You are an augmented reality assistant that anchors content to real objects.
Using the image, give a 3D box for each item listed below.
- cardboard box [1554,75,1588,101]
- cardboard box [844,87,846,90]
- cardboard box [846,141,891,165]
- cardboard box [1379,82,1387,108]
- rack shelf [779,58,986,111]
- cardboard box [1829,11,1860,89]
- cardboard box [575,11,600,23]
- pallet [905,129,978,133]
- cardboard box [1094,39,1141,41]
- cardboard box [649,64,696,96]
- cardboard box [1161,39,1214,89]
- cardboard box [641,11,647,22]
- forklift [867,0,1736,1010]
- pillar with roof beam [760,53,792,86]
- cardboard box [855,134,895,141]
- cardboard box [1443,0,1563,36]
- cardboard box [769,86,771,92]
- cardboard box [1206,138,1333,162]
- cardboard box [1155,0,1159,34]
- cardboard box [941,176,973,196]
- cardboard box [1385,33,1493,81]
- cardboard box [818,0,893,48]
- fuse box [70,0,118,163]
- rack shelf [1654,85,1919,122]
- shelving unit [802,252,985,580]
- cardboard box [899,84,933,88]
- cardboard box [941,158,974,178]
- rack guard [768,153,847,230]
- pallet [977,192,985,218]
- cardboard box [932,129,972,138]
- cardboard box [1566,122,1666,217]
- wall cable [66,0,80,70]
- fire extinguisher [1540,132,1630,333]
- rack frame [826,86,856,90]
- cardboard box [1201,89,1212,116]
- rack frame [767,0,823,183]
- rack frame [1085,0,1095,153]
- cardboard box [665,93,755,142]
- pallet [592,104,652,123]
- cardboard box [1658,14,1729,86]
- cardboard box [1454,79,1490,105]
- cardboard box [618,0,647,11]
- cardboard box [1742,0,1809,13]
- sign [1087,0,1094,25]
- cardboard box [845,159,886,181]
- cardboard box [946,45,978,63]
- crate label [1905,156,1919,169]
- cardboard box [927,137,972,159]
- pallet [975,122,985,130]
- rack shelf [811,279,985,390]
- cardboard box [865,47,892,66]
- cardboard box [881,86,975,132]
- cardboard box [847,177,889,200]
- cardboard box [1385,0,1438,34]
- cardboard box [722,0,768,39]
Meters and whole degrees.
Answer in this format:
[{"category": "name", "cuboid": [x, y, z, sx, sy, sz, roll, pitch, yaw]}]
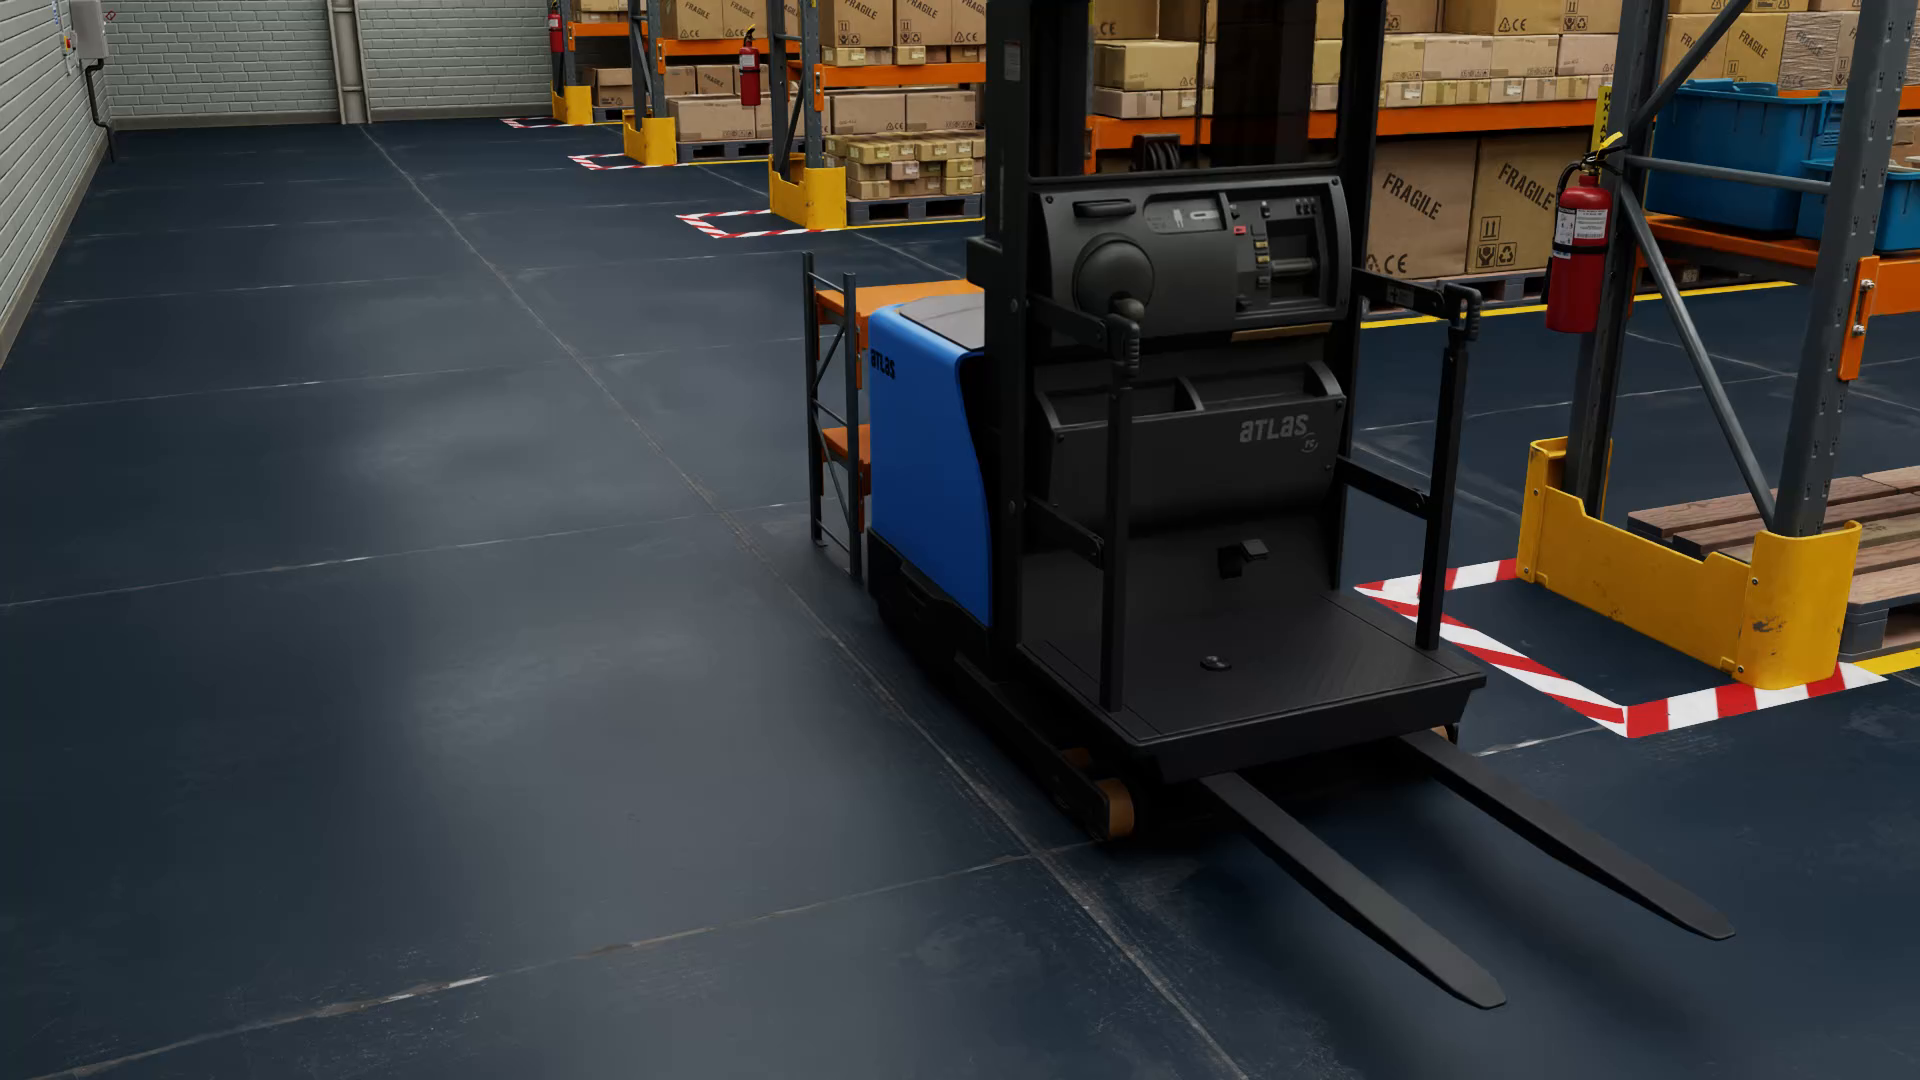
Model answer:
[{"category": "cardboard box", "cuboid": [3.766, -2.891, 10.594, 0.250, 0.149, 0.380, -8, 21, -21]}, {"category": "cardboard box", "cuboid": [-1.408, -6.892, 24.712, 0.500, 0.500, 0.500, -8, 21, -22]}, {"category": "cardboard box", "cuboid": [-0.776, -3.282, 14.092, 0.250, 0.149, 0.380, -9, 21, -24]}, {"category": "cardboard box", "cuboid": [2.349, -2.687, 10.016, 0.250, 0.149, 0.380, -9, 21, -23]}, {"category": "rack shelf", "cuboid": [0.445, -4.107, 14.752, 4.000, 0.370, 1.077, -8, 21, -22]}, {"category": "cardboard box", "cuboid": [6.068, -3.416, 11.558, 0.500, 0.500, 0.500, -8, 21, -21]}, {"category": "cardboard box", "cuboid": [-5.004, -7.033, 22.359, 0.250, 0.149, 0.380, -8, 21, -22]}, {"category": "pallet", "cuboid": [-0.502, -4.814, 19.876, 1.213, 0.211, 1.003, -8, 21, -22]}, {"category": "cardboard box", "cuboid": [0.820, -2.871, 9.938, 0.500, 0.250, 0.500, -9, 21, -23]}, {"category": "cardboard box", "cuboid": [-4.015, -6.363, 23.210, 0.500, 0.500, 0.700, -7, 21, -20]}, {"category": "cardboard box", "cuboid": [1.503, -2.778, 9.673, 0.500, 0.250, 0.500, -8, 21, -23]}, {"category": "cardboard box", "cuboid": [-4.305, -7.141, 22.664, 0.250, 0.149, 0.380, -7, 21, -20]}, {"category": "forklift", "cuboid": [0.730, -0.762, 4.273, 1.130, 2.935, 3.031, -8, 21, -22]}, {"category": "pillar with roof beam", "cuboid": [-1.033, -9.419, 19.723, 0.400, 9.000, 9.100, -8, 21, -22]}, {"category": "cardboard box", "cuboid": [-0.752, -3.479, 14.652, 0.250, 0.149, 0.380, -8, 21, -21]}, {"category": "cardboard box", "cuboid": [3.375, -3.400, 10.310, 0.500, 0.500, 0.500, -8, 21, -21]}, {"category": "cardboard box", "cuboid": [-2.840, -6.500, 24.126, 0.250, 0.149, 0.380, -8, 21, -23]}, {"category": "cardboard box", "cuboid": [1.872, -2.081, 10.483, 0.875, 0.875, 0.875, -8, 21, -22]}, {"category": "cardboard box", "cuboid": [1.472, -4.679, 14.695, 0.500, 0.500, 0.500, -9, 21, -23]}, {"category": "cardboard box", "cuboid": [-0.072, -3.102, 14.476, 0.250, 0.149, 0.380, -8, 21, -21]}, {"category": "cardboard box", "cuboid": [2.909, -2.979, 10.243, 0.500, 0.250, 0.500, -8, 21, -21]}, {"category": "cardboard box", "cuboid": [-0.870, -4.345, 13.748, 0.500, 0.500, 0.500, -7, 21, -19]}, {"category": "fuse box", "cuboid": [-9.312, -4.982, 18.096, 0.414, 1.711, 0.539, -8, 21, -22]}, {"category": "rack shelf", "cuboid": [5.989, -3.107, 11.913, 4.000, 0.370, 1.077, -8, 21, -22]}, {"category": "shelving unit", "cuboid": [-0.006, -0.530, 6.333, 1.048, 1.125, 0.538, -8, 21, -22]}, {"category": "cardboard box", "cuboid": [-0.724, -6.806, 24.466, 0.500, 0.500, 0.500, -8, 21, -23]}, {"category": "cardboard box", "cuboid": [-0.067, -3.246, 14.437, 0.250, 0.149, 0.380, -7, 21, -20]}, {"category": "rack guard", "cuboid": [-1.322, -3.014, 14.329, 0.348, 0.500, 1.175, -8, 21, -22]}, {"category": "pallet", "cuboid": [0.557, -3.133, 15.102, 1.213, 0.211, 1.003, -8, 21, -22]}, {"category": "cardboard box", "cuboid": [-0.078, -3.619, 15.049, 0.250, 0.149, 0.380, -7, 21, -20]}, {"category": "cardboard box", "cuboid": [4.733, -2.469, 11.586, 0.875, 0.875, 1.225, -8, 21, -22]}, {"category": "wall cable", "cuboid": [-9.186, -5.840, 17.063, 0.122, 1.984, 0.588, -8, 21, -22]}, {"category": "fire extinguisher", "cuboid": [2.124, -1.053, 5.674, 0.183, 0.674, 0.296, -8, 21, -22]}, {"category": "rack frame", "cuboid": [-1.742, -7.719, 23.927, 0.127, 3.000, 1.000, -8, 21, -22]}, {"category": "cardboard box", "cuboid": [1.407, -2.553, 9.634, 0.250, 0.149, 0.380, -9, 21, -23]}, {"category": "rack frame", "cuboid": [-1.392, -4.183, 13.885, 0.127, 3.000, 1.000, -8, 21, -22]}, {"category": "rack frame", "cuboid": [0.480, -2.657, 9.552, 0.127, 3.000, 1.000, -8, 21, -22]}, {"category": "cardboard box", "cuboid": [-2.879, -4.786, 18.824, 0.875, 0.438, 0.875, -9, 21, -24]}, {"category": "pallet", "cuboid": [-4.613, -5.992, 23.223, 1.213, 0.211, 1.003, -8, 21, -22]}, {"category": "cardboard box", "cuboid": [4.674, -3.215, 10.985, 0.500, 0.500, 0.500, -8, 21, -22]}, {"category": "cardboard box", "cuboid": [3.058, -2.789, 10.306, 0.250, 0.149, 0.380, -8, 21, -21]}, {"category": "cardboard box", "cuboid": [-4.429, -7.306, 22.533, 0.500, 0.250, 0.500, -8, 21, -21]}, {"category": "cardboard box", "cuboid": [5.371, -3.877, 11.355, 0.637, 0.503, 0.797, -8, 21, -21]}, {"category": "sign", "cuboid": [0.695, -2.933, 8.912, 0.005, 0.325, 0.100, -8, 21, -22]}, {"category": "cardboard box", "cuboid": [-0.809, -3.167, 14.213, 0.250, 0.149, 0.380, -7, 21, -20]}, {"category": "cardboard box", "cuboid": [-0.036, -4.176, 14.245, 0.250, 0.149, 0.380, -8, 21, -22]}, {"category": "crate label", "cuboid": [3.637, -1.291, 5.978, 0.243, 0.136, 0.396, -8, 21, -22]}, {"category": "cardboard box", "cuboid": [-0.093, -3.407, 14.447, 0.250, 0.149, 0.380, -9, 21, -25]}, {"category": "pallet", "cuboid": [0.906, -5.015, 20.446, 1.213, 0.211, 1.003, -8, 21, -22]}, {"category": "rack shelf", "cuboid": [-0.006, -0.806, 6.235, 1.000, 0.278, 0.538, -8, 21, -22]}, {"category": "cardboard box", "cuboid": [-0.747, -4.053, 13.895, 0.250, 0.149, 0.380, -7, 21, -20]}, {"category": "cardboard box", "cuboid": [-0.391, -5.145, 19.843, 0.875, 0.438, 0.875, -8, 21, -23]}, {"category": "cardboard box", "cuboid": [-0.784, -3.008, 14.208, 0.250, 0.149, 0.380, -8, 21, -21]}, {"category": "cardboard box", "cuboid": [2.681, -3.489, 10.564, 0.500, 0.500, 0.500, -9, 21, -24]}, {"category": "cardboard box", "cuboid": [-2.437, -5.777, 18.262, 0.500, 0.500, 0.500, -8, 21, -23]}]
